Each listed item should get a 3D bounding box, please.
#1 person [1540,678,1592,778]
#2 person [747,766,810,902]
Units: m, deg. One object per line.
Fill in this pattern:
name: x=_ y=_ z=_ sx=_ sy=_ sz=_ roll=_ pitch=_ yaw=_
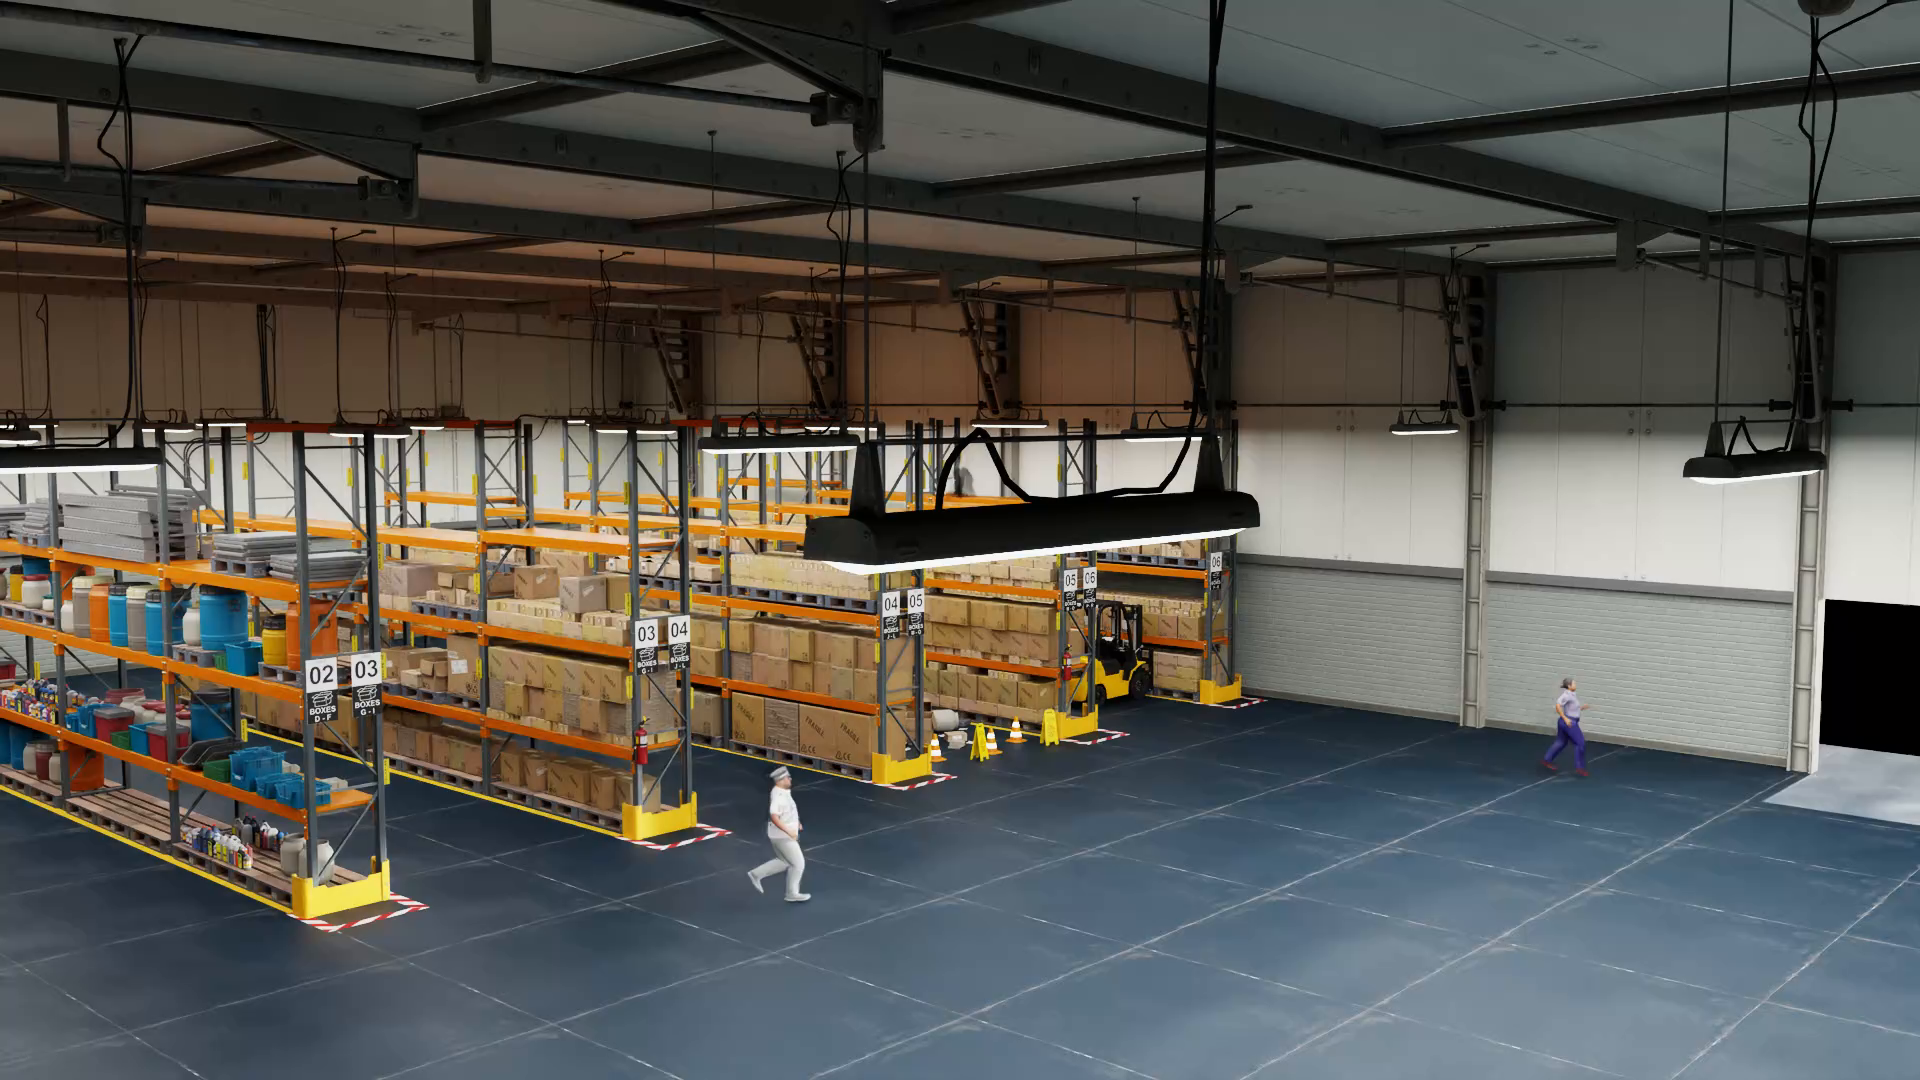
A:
person: x=10.367 y=3.196 z=28.354 sx=0.786 sy=1.687 sz=0.587 roll=1 pitch=5 yaw=10
person: x=-2.302 y=3.727 z=21.114 sx=0.792 sy=1.738 sz=0.699 roll=-1 pitch=5 yaw=-12
